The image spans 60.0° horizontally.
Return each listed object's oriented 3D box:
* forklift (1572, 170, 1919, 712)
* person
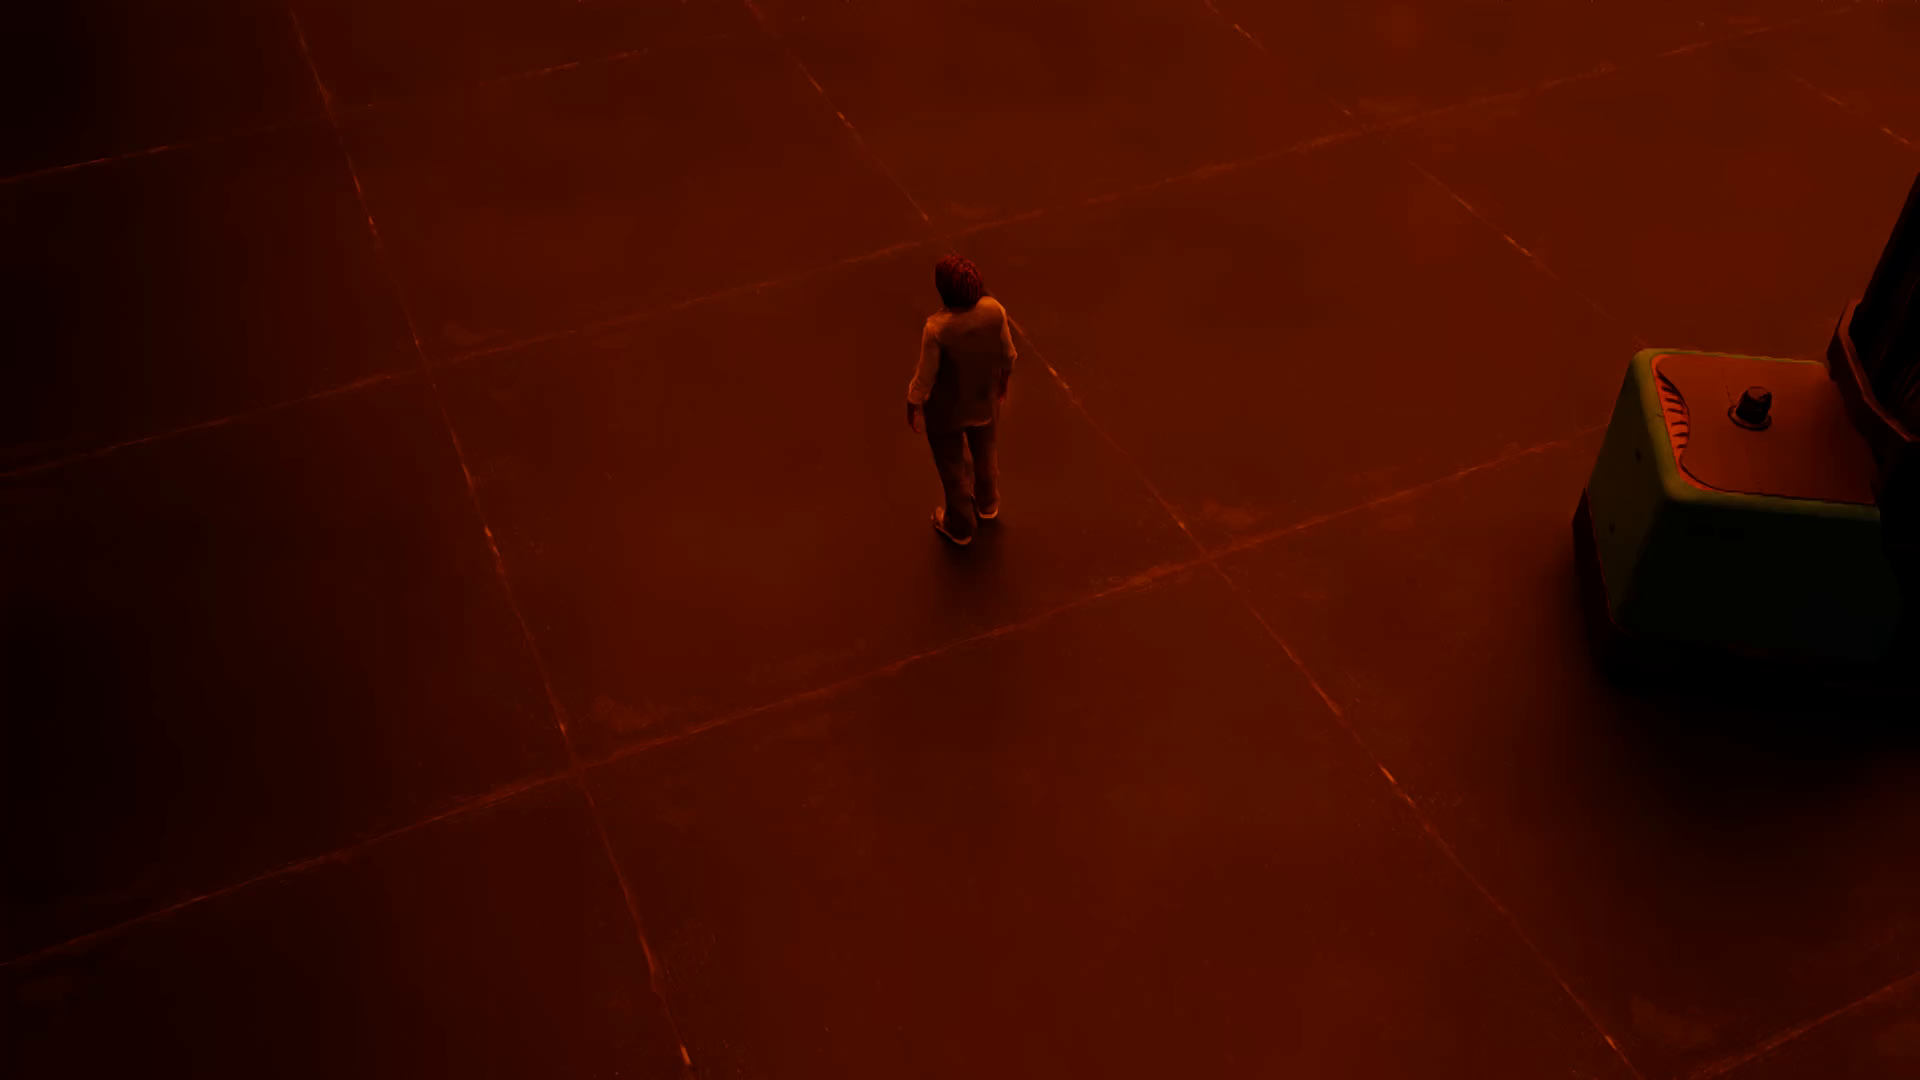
[{"bbox_3d":[4.306,-0.651,6.378,3.031,2.935,1.130,6,43,6],"label":"forklift"},{"bbox_3d":[-0.018,-0.639,7.332,0.521,1.597,0.474,-18,46,-18],"label":"person"}]
